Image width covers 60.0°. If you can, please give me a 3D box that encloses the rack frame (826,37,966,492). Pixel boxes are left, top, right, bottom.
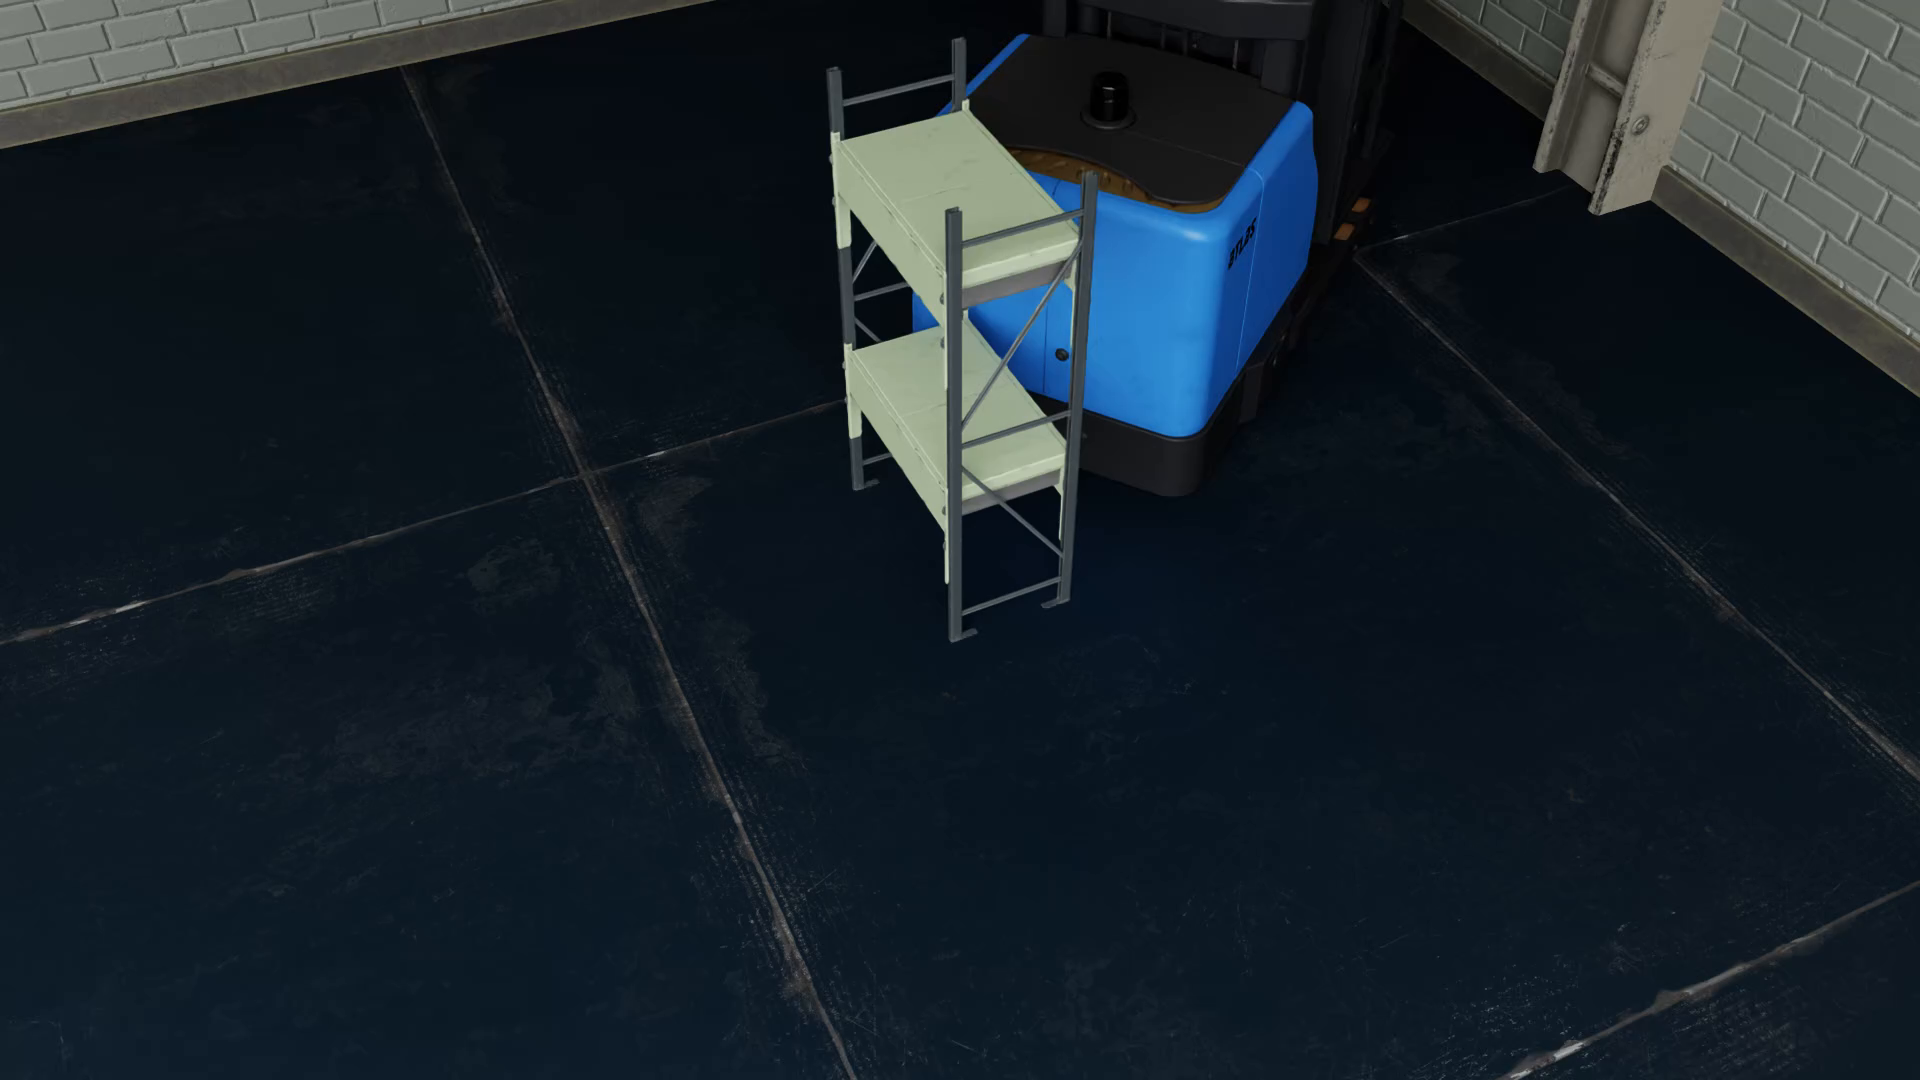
[{"bbox_3d":[-0.167,-0.757,4.950,0.400,1.500,0.023,-19,48,-18],"label":"rack frame"}]

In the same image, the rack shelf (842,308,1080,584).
[{"bbox_3d":[-0.009,-0.294,4.944,0.431,0.370,0.720,-19,48,-18],"label":"rack shelf"}]

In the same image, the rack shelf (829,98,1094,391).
[{"bbox_3d":[-0.009,-0.804,4.441,0.431,0.370,0.720,-19,48,-18],"label":"rack shelf"}]

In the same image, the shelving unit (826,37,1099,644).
[{"bbox_3d":[-0.009,-0.526,4.715,0.431,1.500,0.755,-19,48,-18],"label":"shelving unit"}]

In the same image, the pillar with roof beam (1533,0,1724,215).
[{"bbox_3d":[-1.347,-3.379,2.267,9.100,9.000,0.400,-18,47,-17],"label":"pillar with roof beam"}]

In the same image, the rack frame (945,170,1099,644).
[{"bbox_3d":[0.150,-0.294,4.480,0.400,1.500,0.023,-19,48,-18],"label":"rack frame"}]

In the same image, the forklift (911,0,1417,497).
[{"bbox_3d":[0.957,-2.215,5.408,1.130,2.935,3.031,20,48,19],"label":"forklift"}]
